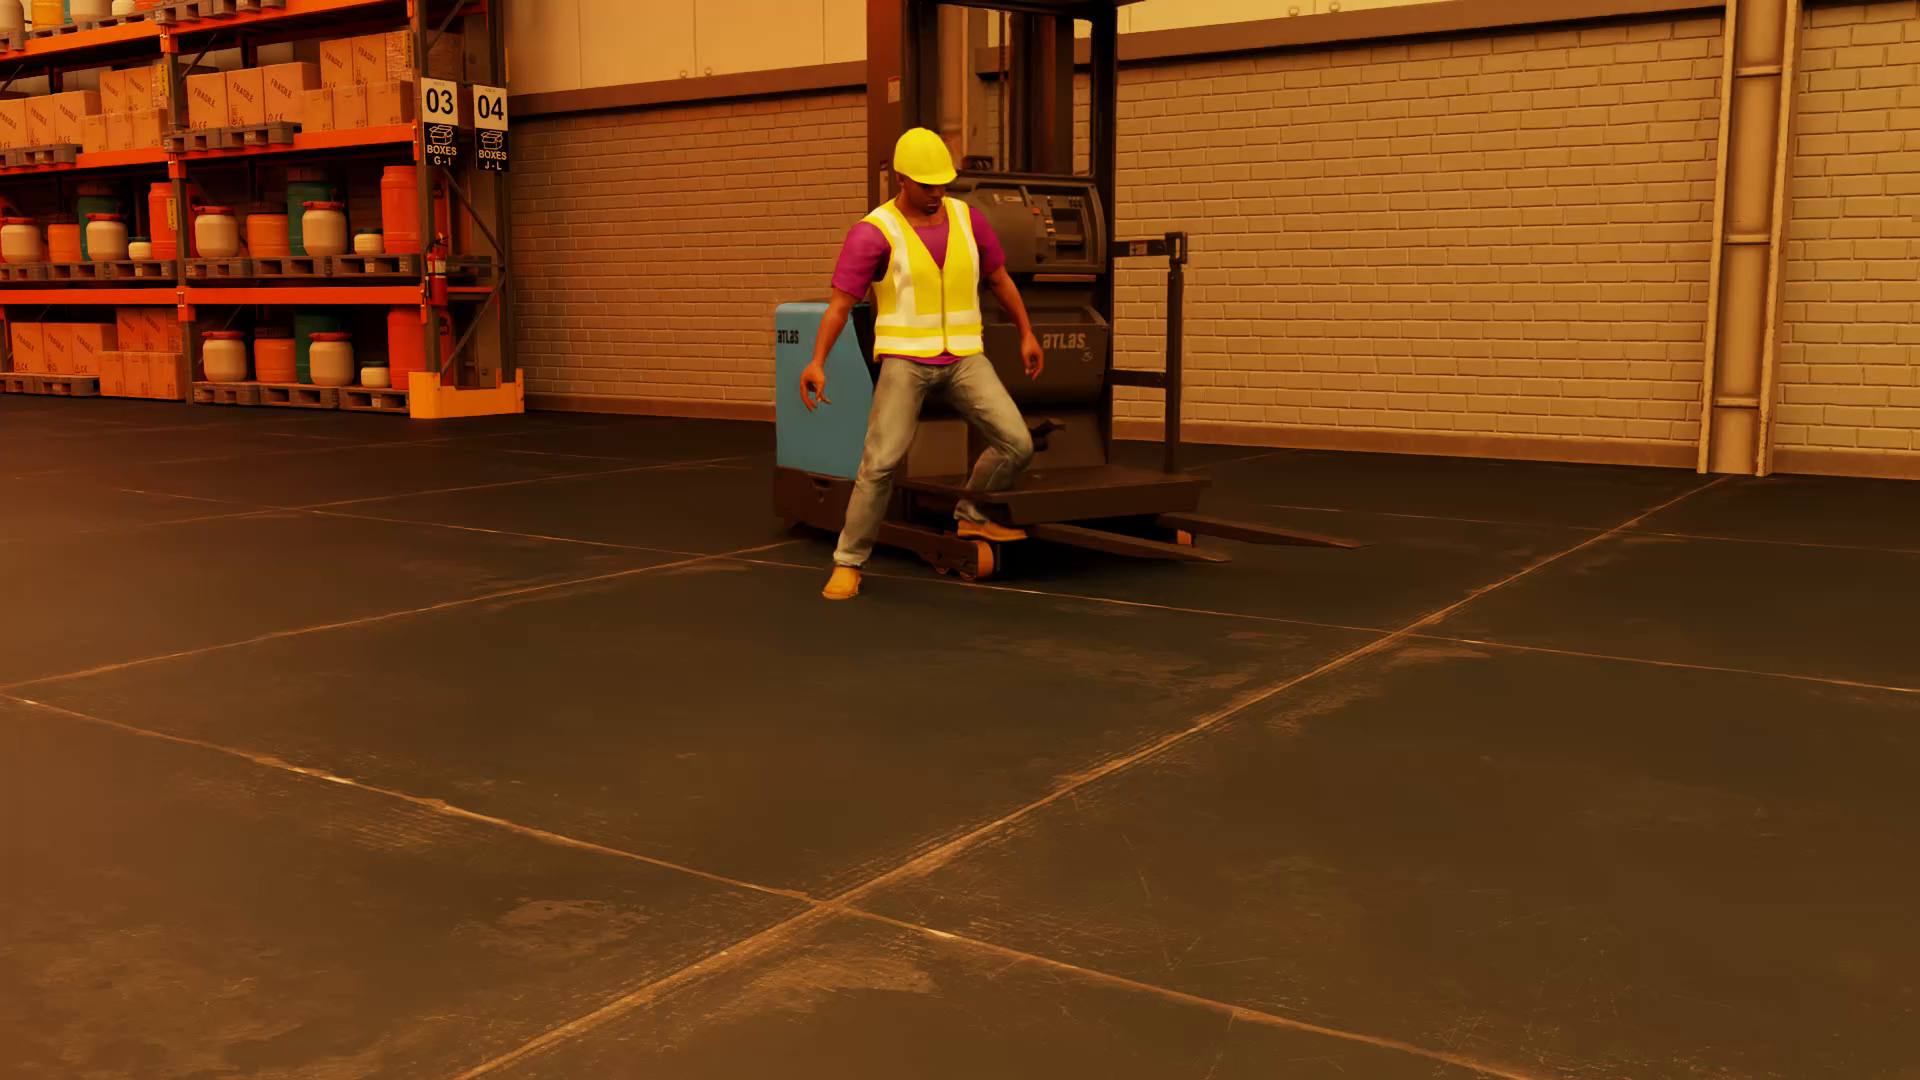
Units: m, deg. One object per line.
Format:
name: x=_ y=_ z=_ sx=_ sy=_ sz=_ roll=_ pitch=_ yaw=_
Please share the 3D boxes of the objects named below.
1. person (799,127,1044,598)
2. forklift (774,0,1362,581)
person: x=-0.111 y=-0.654 z=6.220 sx=0.980 sy=1.716 sz=0.449 roll=-4 pitch=9 yaw=-25
forklift: x=0.331 y=-1.365 z=6.792 sx=1.130 sy=2.935 sz=3.031 roll=-5 pitch=10 yaw=-32
